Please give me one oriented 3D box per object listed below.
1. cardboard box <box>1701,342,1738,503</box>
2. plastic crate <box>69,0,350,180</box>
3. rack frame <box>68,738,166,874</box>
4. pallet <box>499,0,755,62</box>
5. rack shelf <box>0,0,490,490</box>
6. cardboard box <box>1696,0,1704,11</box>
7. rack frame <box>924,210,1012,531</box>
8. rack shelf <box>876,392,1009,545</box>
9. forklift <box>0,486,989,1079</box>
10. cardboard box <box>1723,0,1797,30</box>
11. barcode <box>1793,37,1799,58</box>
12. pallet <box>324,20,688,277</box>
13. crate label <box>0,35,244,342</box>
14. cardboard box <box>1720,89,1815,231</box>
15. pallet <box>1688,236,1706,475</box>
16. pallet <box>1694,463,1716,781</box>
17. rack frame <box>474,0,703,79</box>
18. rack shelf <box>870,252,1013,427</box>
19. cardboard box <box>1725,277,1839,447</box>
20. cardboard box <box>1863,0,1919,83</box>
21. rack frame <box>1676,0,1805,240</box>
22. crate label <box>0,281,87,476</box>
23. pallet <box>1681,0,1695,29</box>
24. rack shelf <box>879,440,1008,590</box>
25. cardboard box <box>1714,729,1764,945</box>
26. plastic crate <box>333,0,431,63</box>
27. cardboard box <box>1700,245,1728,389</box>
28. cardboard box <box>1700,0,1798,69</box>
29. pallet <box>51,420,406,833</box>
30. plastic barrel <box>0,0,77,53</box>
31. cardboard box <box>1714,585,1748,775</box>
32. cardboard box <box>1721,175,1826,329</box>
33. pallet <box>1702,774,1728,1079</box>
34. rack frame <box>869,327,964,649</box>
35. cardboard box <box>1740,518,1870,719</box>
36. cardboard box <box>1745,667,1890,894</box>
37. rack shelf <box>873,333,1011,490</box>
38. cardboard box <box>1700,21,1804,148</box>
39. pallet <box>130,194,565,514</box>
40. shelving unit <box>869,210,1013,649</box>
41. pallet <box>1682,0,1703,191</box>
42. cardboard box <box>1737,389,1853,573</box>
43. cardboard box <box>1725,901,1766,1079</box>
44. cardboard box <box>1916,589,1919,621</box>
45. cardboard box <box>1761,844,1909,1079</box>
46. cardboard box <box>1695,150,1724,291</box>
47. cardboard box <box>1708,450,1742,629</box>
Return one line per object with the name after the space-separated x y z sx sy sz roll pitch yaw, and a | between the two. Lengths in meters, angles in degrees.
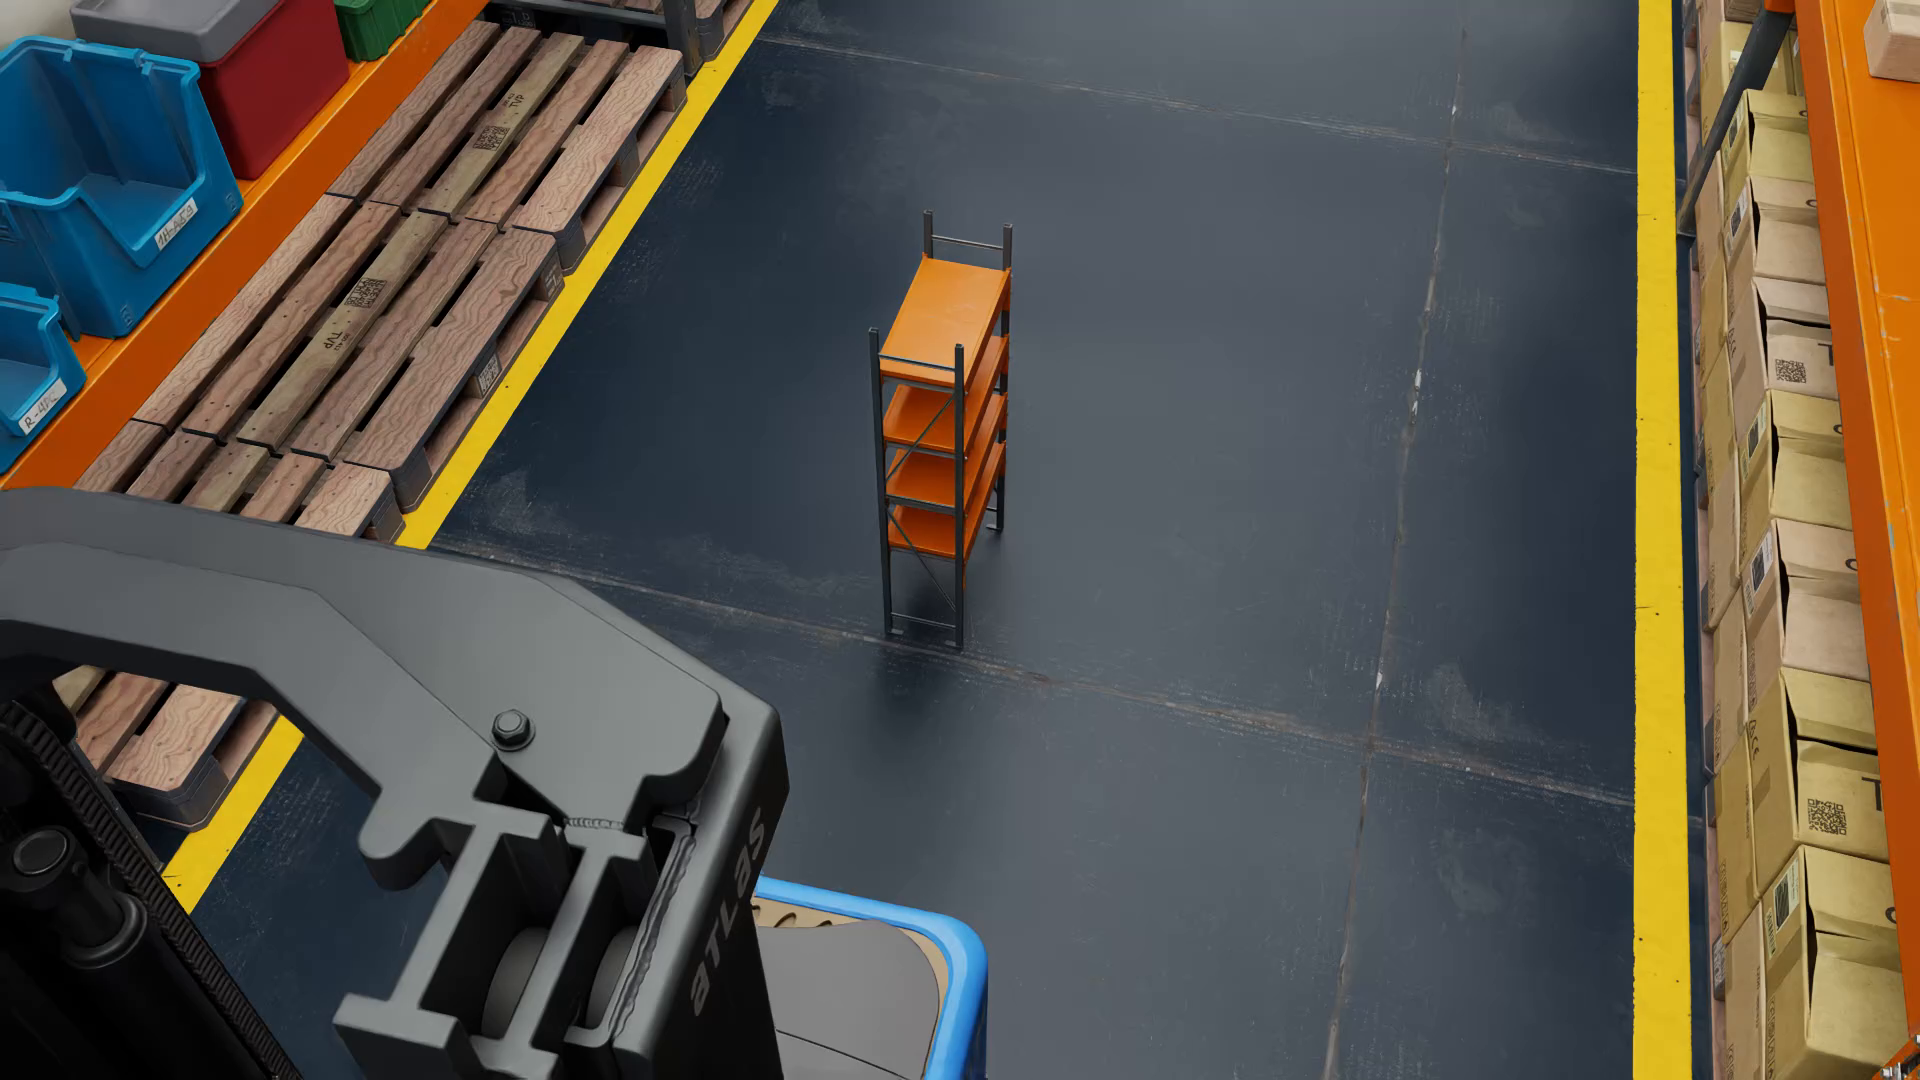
2.579 -0.323 5.088 0.500 0.250 0.500 10 49 9 | cardboard box
-1.916 -1.298 4.352 0.402 0.464 0.583 12 50 10 | plastic crate
-2.637 -0.168 3.398 1.000 3.000 0.127 12 50 10 | rack frame
-1.367 -2.616 7.418 1.003 0.211 1.213 12 50 10 | pallet
-2.110 -1.377 4.944 1.077 0.370 4.000 12 50 10 | rack shelf
3.364 -2.413 6.933 0.500 0.250 0.500 12 50 10 | cardboard box
0.021 -0.454 4.850 0.240 1.200 0.015 12 50 10 | rack frame
-0.044 -0.233 4.745 0.258 0.148 0.480 12 50 10 | rack shelf
-0.768 1.470 1.998 1.130 2.935 3.031 10 49 9 | forklift
3.248 -2.296 6.330 0.500 0.500 0.500 12 50 10 | cardboard box
2.725 -1.615 5.408 0.001 0.075 0.075 12 50 10 | barcode
-1.753 -1.563 6.489 1.003 0.211 1.213 12 50 10 | pallet
-2.114 -0.845 3.972 0.502 0.435 0.616 12 50 10 | crate label
2.845 -1.246 5.529 0.500 0.311 0.500 12 50 10 | cardboard box
3.038 -0.618 5.655 1.003 0.211 1.213 12 50 10 | pallet
2.718 0.267 4.873 1.003 0.211 1.213 12 50 10 | pallet
-1.584 -3.061 5.951 1.000 3.000 0.127 12 50 10 | rack frame
-0.044 -0.537 4.400 0.258 0.148 0.480 12 50 10 | rack shelf
2.573 -0.511 4.880 0.500 0.311 0.500 10 49 9 | cardboard box
2.763 -1.398 4.650 0.380 0.149 0.250 12 50 10 | cardboard box
3.194 -2.081 5.086 1.000 3.000 0.127 12 50 10 | rack frame
-2.164 -0.344 3.664 0.303 0.233 0.416 12 50 10 | crate label
3.763 -2.611 7.413 1.003 0.211 1.213 12 50 10 | pallet
-0.044 -0.101 4.894 0.258 0.148 0.480 12 50 10 | rack shelf
2.176 0.781 4.114 0.500 0.250 0.500 11 49 10 | cardboard box
-1.770 -1.676 4.870 0.450 0.188 0.662 12 50 10 | plastic crate
2.713 -0.698 5.419 0.500 0.250 0.500 13 50 11 | cardboard box
3.246 -2.049 6.611 0.500 0.250 0.500 12 50 10 | cardboard box
-2.395 0.202 4.931 1.003 0.211 1.213 12 50 10 | pallet
-2.461 -1.296 4.319 0.421 0.512 0.421 0 49 0 | plastic barrel
2.312 0.418 4.435 0.500 0.250 0.500 13 50 11 | cardboard box
2.708 -0.885 5.210 0.500 0.311 0.500 11 49 10 | cardboard box
2.395 1.147 4.097 1.003 0.211 1.213 12 50 10 | pallet
-0.108 -0.101 4.539 0.240 1.200 0.015 12 50 10 | rack frame
2.307 0.228 4.228 0.500 0.311 0.500 11 50 10 | cardboard box
2.172 0.593 3.906 0.500 0.311 0.500 11 49 9 | cardboard box
-0.044 -0.381 4.577 0.258 0.148 0.480 12 50 10 | rack shelf
3.105 -1.689 6.294 0.500 0.250 0.500 12 50 10 | cardboard box
-2.072 -0.678 5.707 1.003 0.211 1.213 12 50 10 | pallet
-0.044 -0.277 4.694 0.258 1.200 0.503 12 50 10 | shelving unit
3.444 -1.726 6.632 1.003 0.211 1.213 12 50 10 | pallet
2.441 -0.134 4.547 0.500 0.311 0.500 13 50 11 | cardboard box
2.044 1.154 3.785 0.500 0.250 0.500 13 50 11 | cardboard box
2.111 0.190 3.249 0.380 0.149 0.250 12 50 10 | cardboard box
2.041 0.970 3.573 0.500 0.311 0.500 13 50 11 | cardboard box
2.849 -1.068 5.745 0.500 0.250 0.500 10 49 9 | cardboard box
2.444 0.045 4.764 0.500 0.250 0.500 12 50 11 | cardboard box
